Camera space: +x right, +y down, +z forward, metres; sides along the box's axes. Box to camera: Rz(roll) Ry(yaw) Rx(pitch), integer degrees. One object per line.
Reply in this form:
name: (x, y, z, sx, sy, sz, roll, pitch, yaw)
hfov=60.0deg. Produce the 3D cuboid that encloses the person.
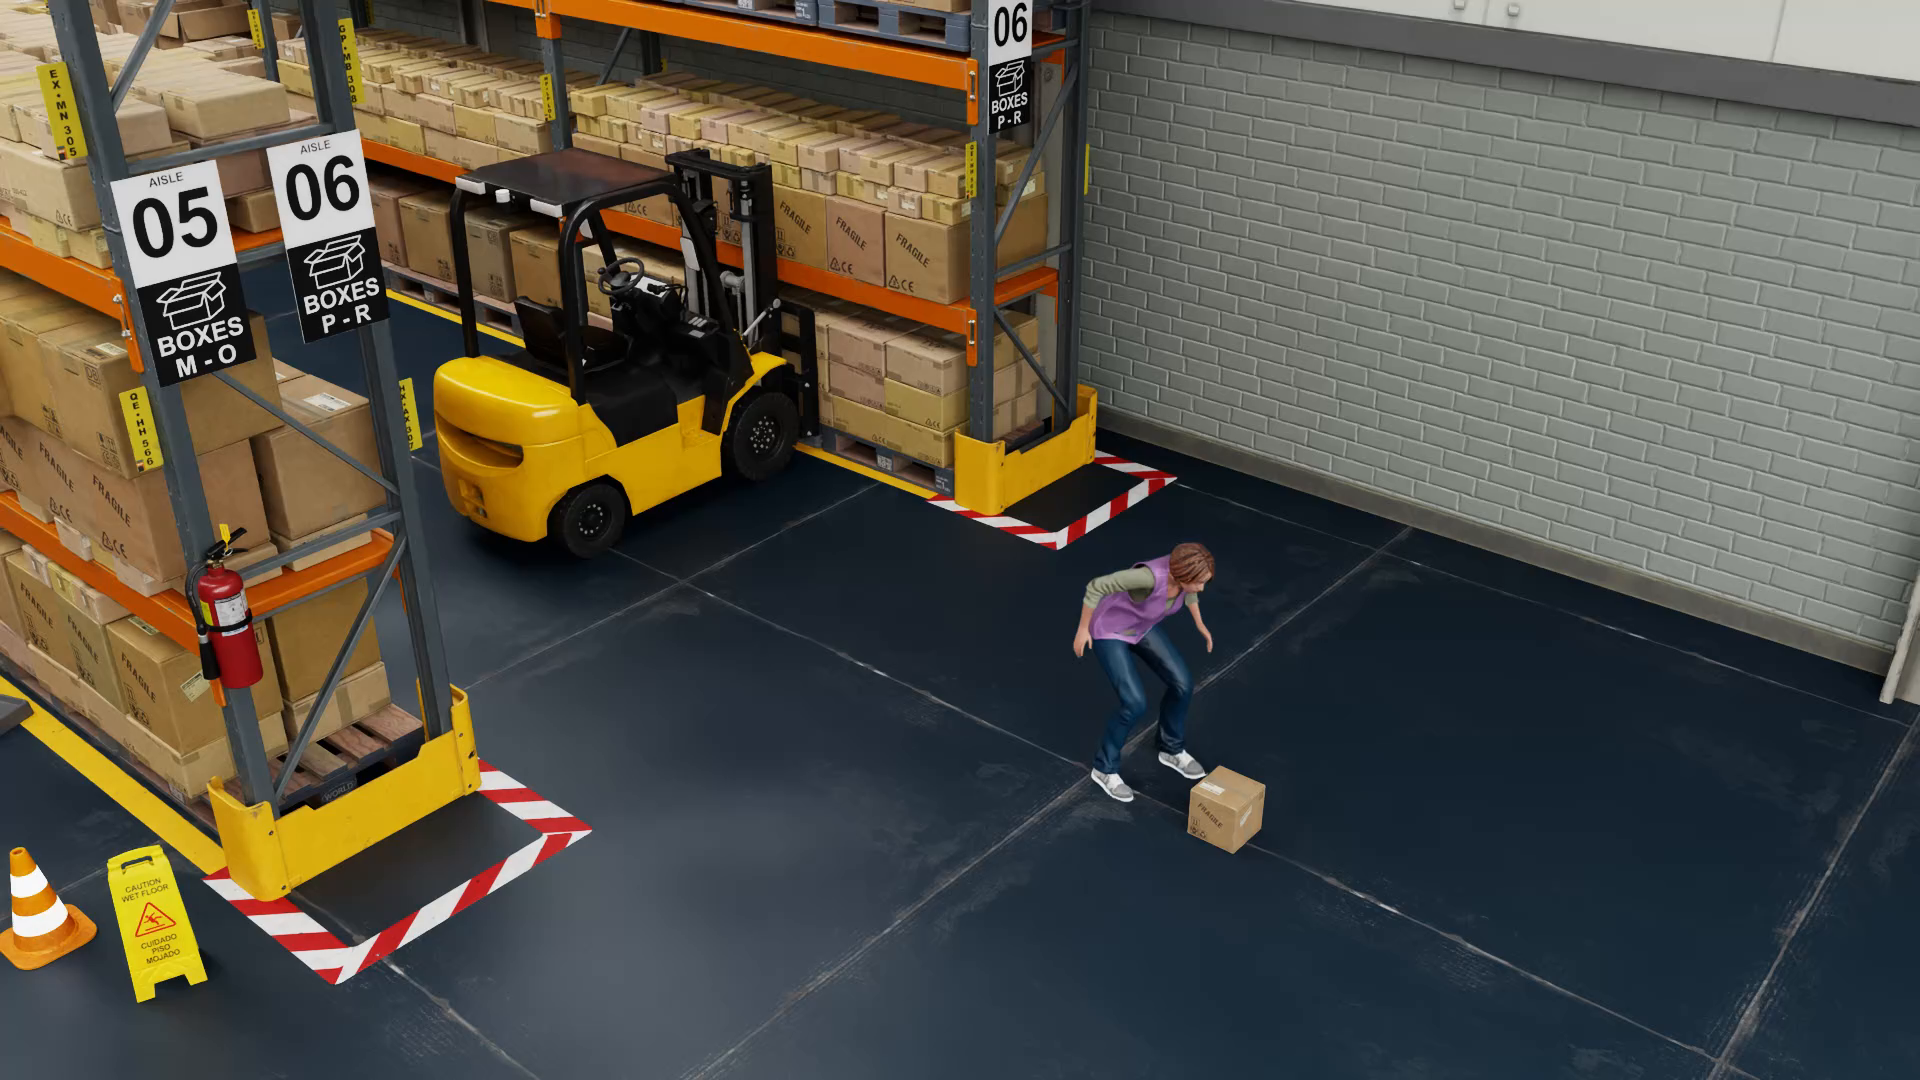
person: (0.894, 0.533, 7.924, 0.625, 1.331, 0.662, -20, 34, -33)
